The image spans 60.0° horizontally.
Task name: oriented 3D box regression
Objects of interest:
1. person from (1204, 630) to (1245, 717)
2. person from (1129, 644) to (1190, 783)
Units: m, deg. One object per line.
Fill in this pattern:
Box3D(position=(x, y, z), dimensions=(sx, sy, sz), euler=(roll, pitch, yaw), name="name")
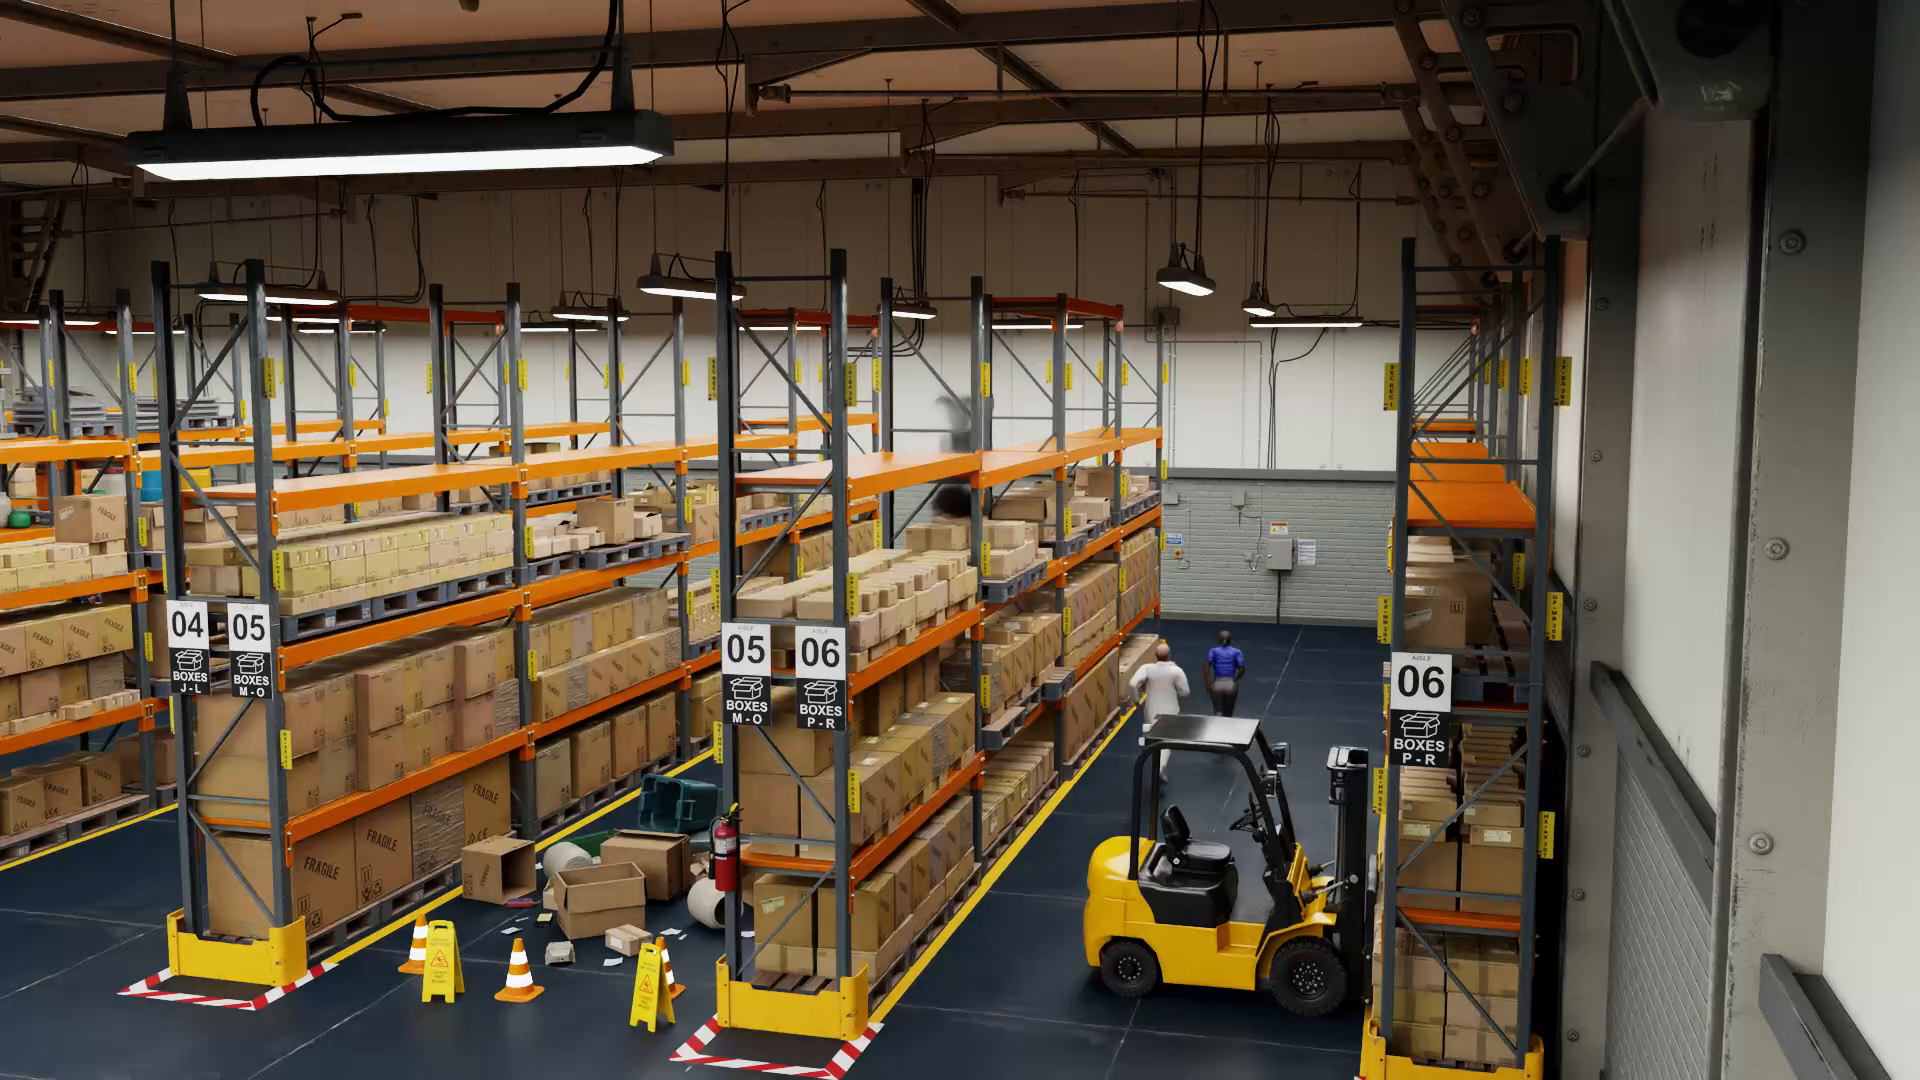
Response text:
Box3D(position=(3.537, 2.034, 22.310), dimensions=(0.539, 1.598, 0.695), euler=(1, 6, 14), name="person")
Box3D(position=(2.460, 2.132, 20.341), dimensions=(0.722, 1.759, 1.096), euler=(2, 6, 17), name="person")
